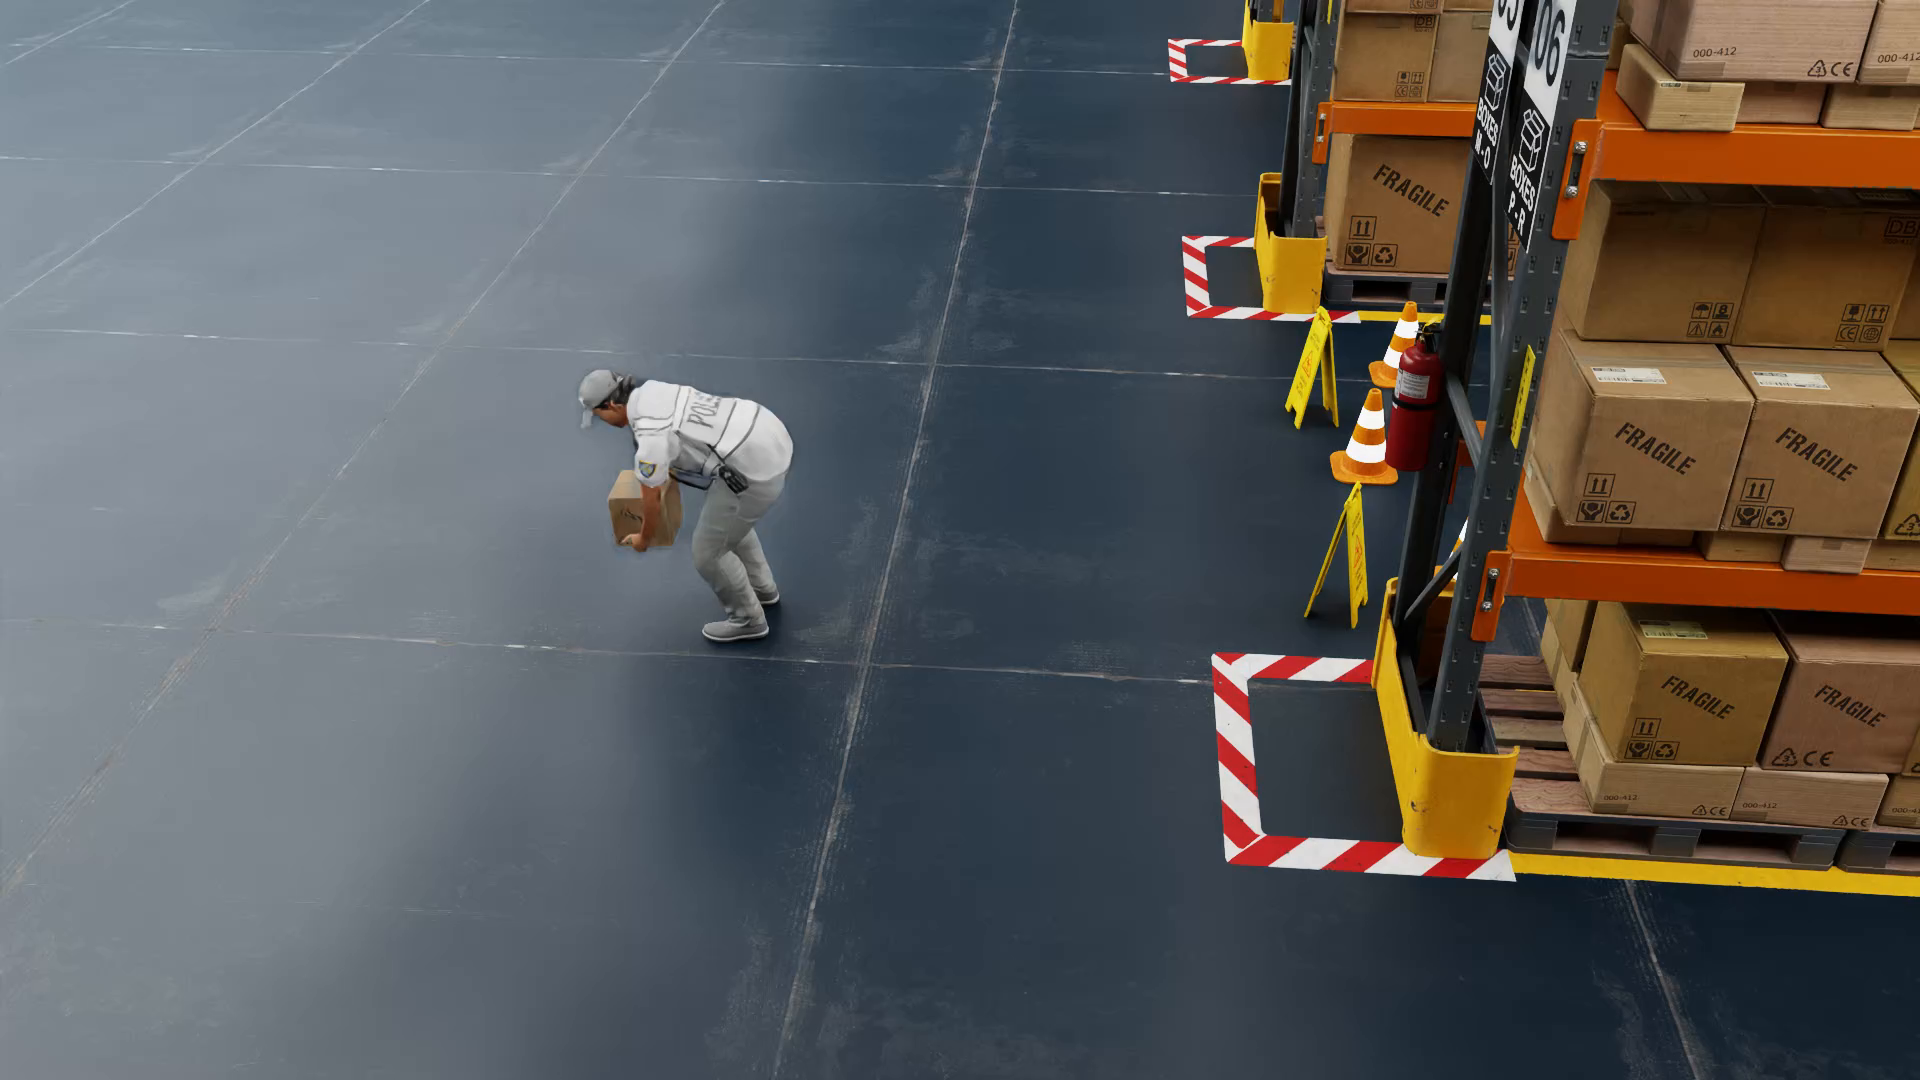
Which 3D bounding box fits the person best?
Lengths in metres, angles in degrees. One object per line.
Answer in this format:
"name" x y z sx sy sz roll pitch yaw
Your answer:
"person" -1.172 -0.176 7.327 0.892 1.258 0.474 1 32 2
